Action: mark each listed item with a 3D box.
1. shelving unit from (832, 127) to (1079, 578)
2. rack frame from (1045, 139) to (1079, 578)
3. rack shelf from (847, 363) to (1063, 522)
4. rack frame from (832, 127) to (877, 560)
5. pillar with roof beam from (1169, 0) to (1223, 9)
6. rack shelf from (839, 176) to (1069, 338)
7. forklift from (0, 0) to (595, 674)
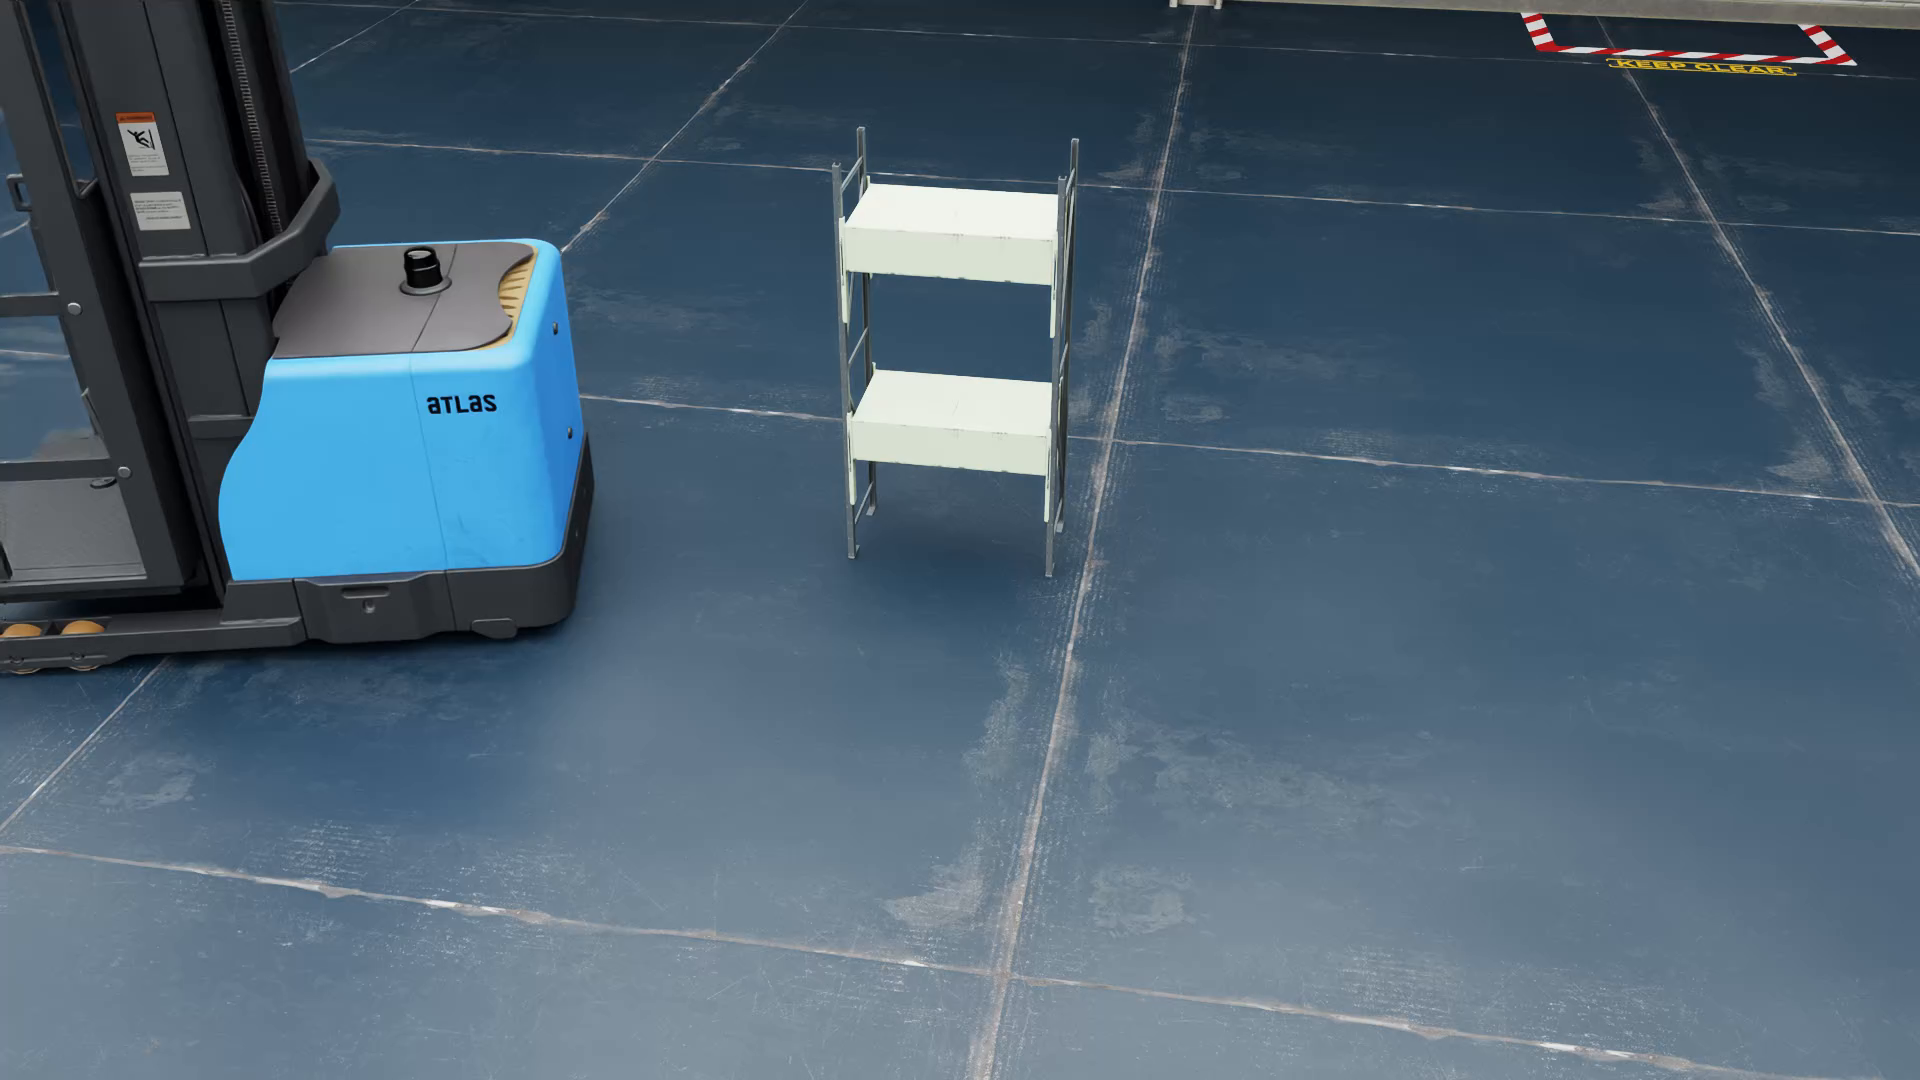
[{"bbox_3d":[-0.007,-0.636,5.853,0.755,1.500,0.431,5,32,8],"label":"shelving unit"},{"bbox_3d":[0.354,-0.604,5.801,0.023,1.500,0.400,5,32,8],"label":"rack frame"},{"bbox_3d":[-0.007,-0.360,6.026,0.720,0.370,0.431,5,32,8],"label":"rack shelf"},{"bbox_3d":[-0.367,-0.669,5.905,0.023,1.500,0.400,5,32,8],"label":"rack frame"},{"bbox_3d":[1.112,-5.736,6.932,0.400,9.000,9.100,5,32,8],"label":"pillar with roof beam"},{"bbox_3d":[-0.007,-0.967,5.646,0.720,0.370,0.431,5,32,8],"label":"rack shelf"},{"bbox_3d":[-2.883,-1.091,5.230,3.031,2.935,1.130,-3,32,-5],"label":"forklift"}]
